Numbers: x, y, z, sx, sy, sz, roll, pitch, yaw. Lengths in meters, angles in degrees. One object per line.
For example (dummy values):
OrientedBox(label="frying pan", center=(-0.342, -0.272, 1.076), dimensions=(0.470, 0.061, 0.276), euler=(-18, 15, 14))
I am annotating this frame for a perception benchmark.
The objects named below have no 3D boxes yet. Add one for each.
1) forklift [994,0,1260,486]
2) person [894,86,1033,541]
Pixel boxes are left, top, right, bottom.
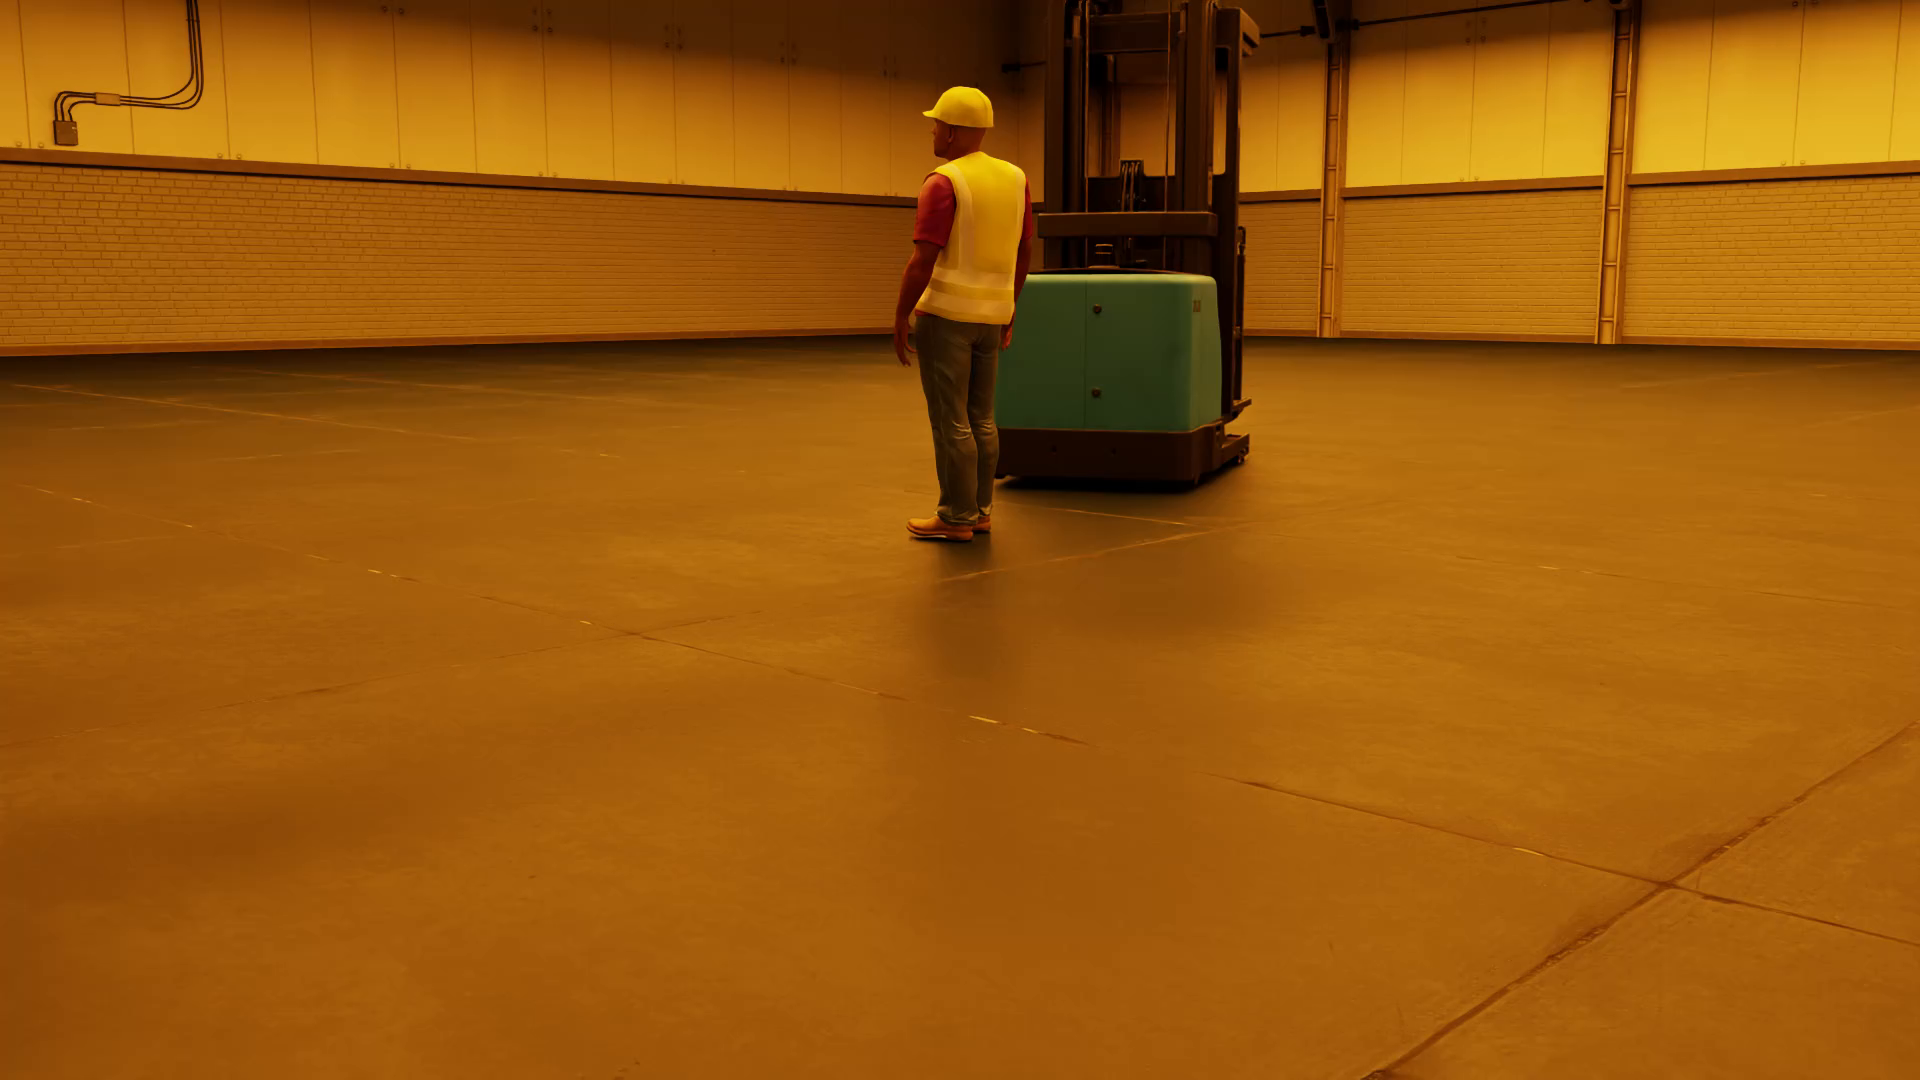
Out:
OrientedBox(label="forklift", center=(1.079, -1.900, 9.492), dimensions=(1.130, 2.935, 3.031), euler=(3, 9, 18))
OrientedBox(label="person", center=(-0.047, -0.888, 6.637), dimensions=(0.575, 1.768, 0.665), euler=(8, 12, 43))
